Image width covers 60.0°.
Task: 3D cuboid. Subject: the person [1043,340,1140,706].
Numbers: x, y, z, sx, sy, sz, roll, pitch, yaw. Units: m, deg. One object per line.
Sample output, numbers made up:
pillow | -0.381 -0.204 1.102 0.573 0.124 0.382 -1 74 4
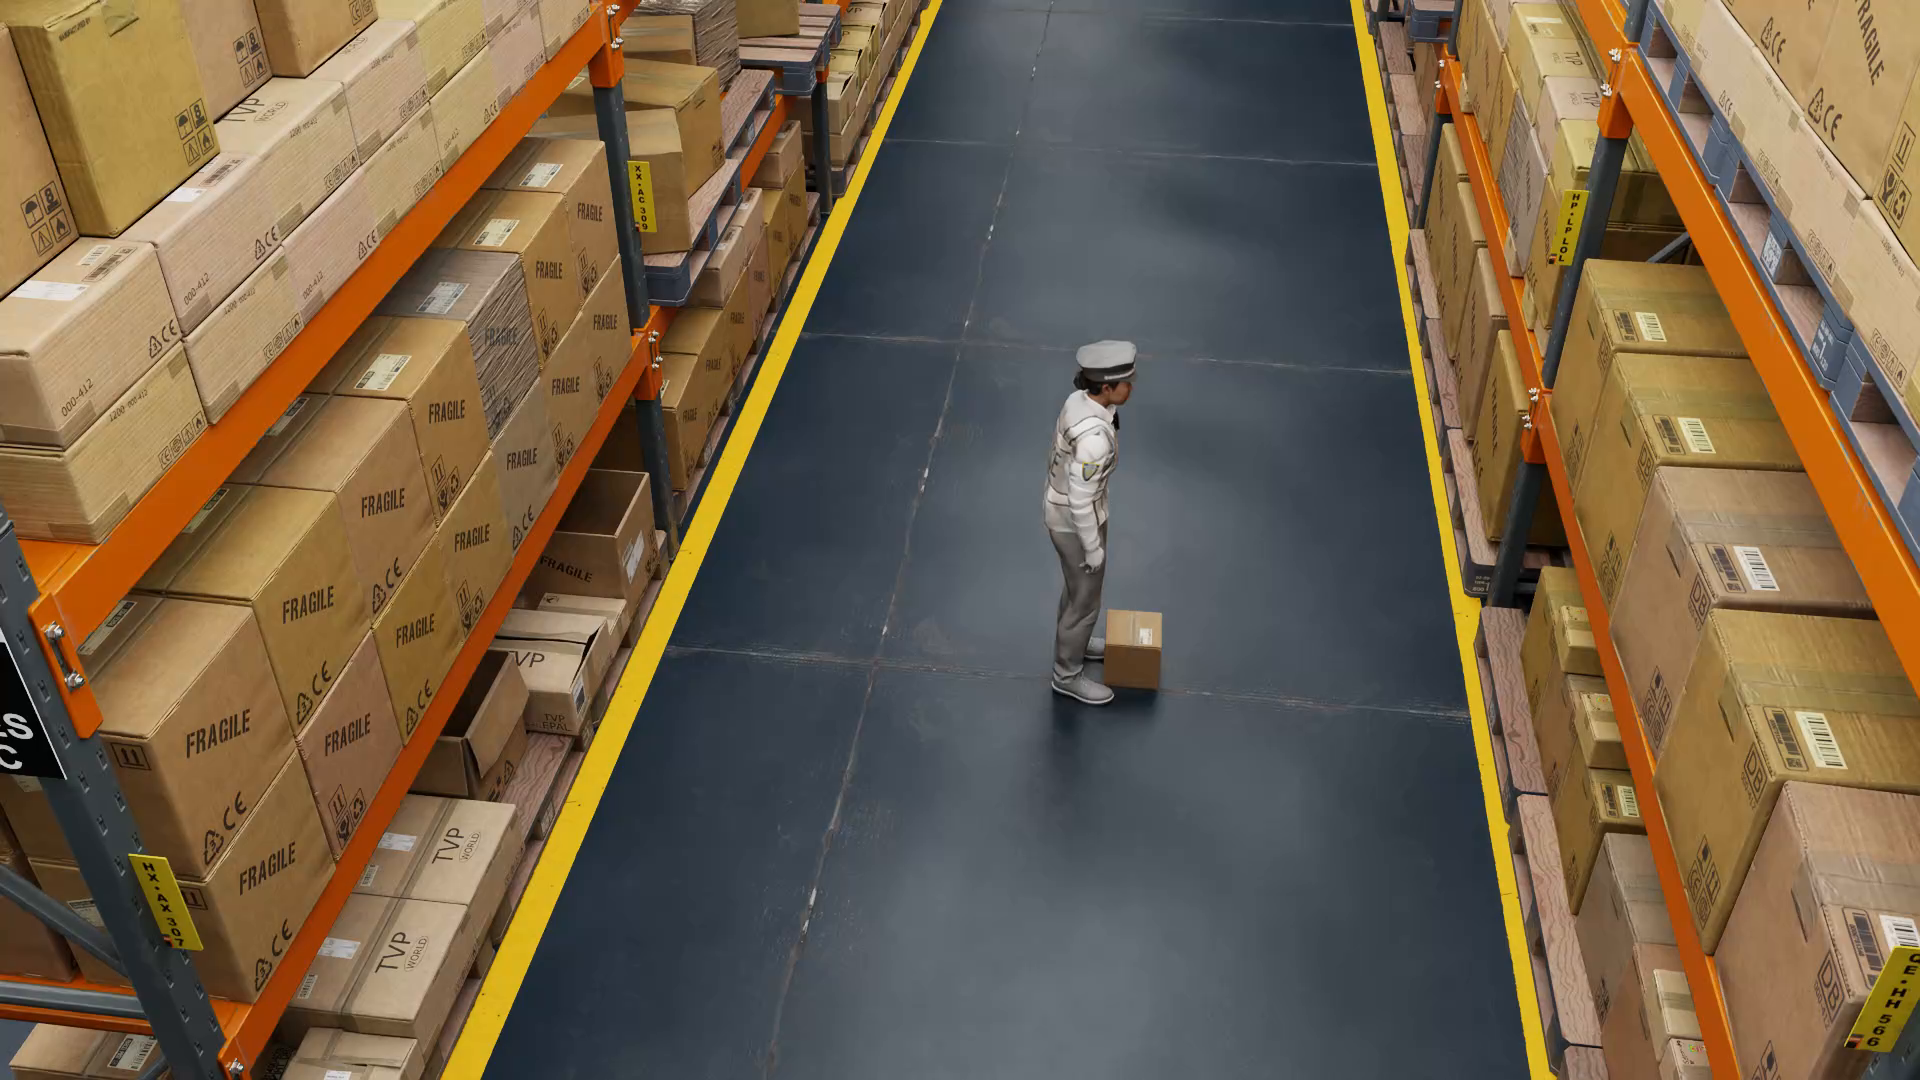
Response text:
person | 0.542 -0.091 7.158 0.376 1.664 0.546 2 36 3
